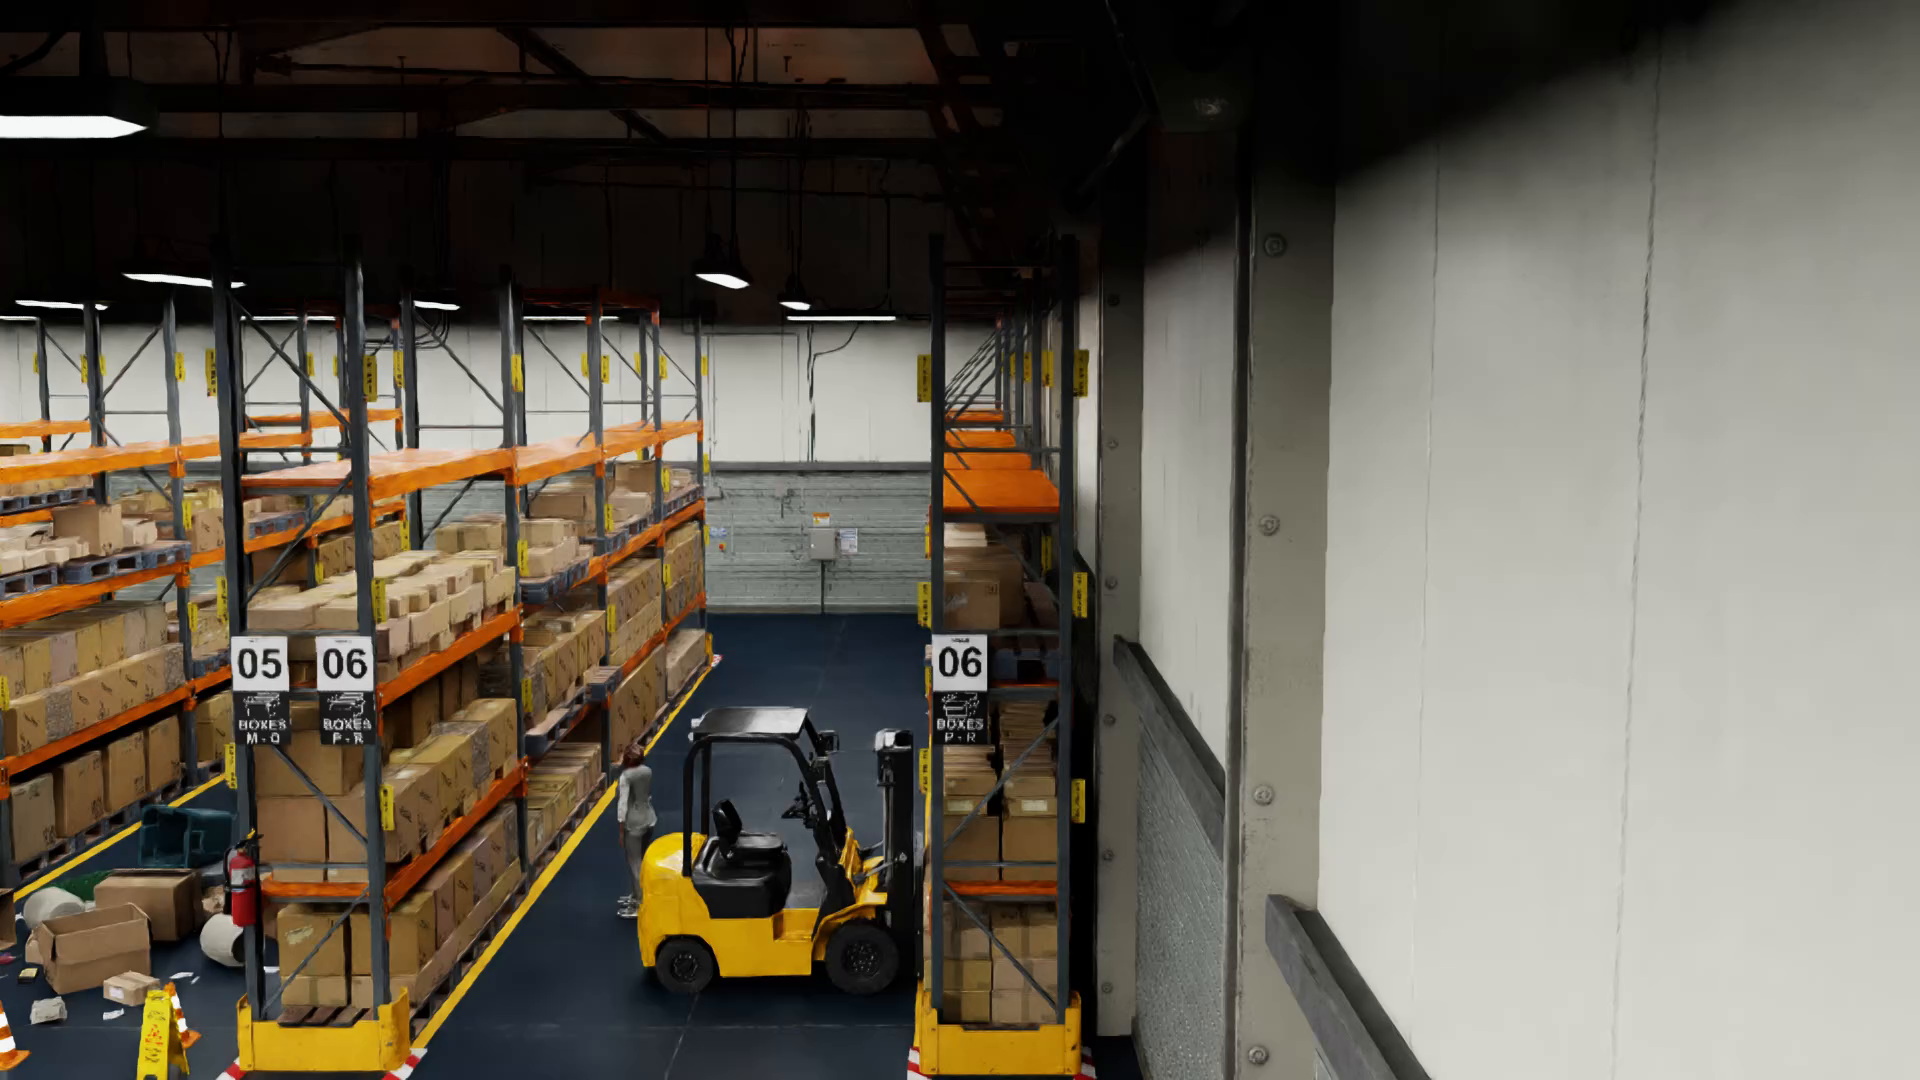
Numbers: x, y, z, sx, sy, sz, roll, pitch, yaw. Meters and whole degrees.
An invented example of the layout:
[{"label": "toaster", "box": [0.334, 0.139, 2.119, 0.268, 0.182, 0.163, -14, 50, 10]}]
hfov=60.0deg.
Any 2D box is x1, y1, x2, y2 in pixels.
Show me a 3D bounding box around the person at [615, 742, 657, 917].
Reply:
[{"label": "person", "box": [-3.031, 2.668, 15.425, 0.449, 1.588, 0.467, 4, 7, 31]}]
